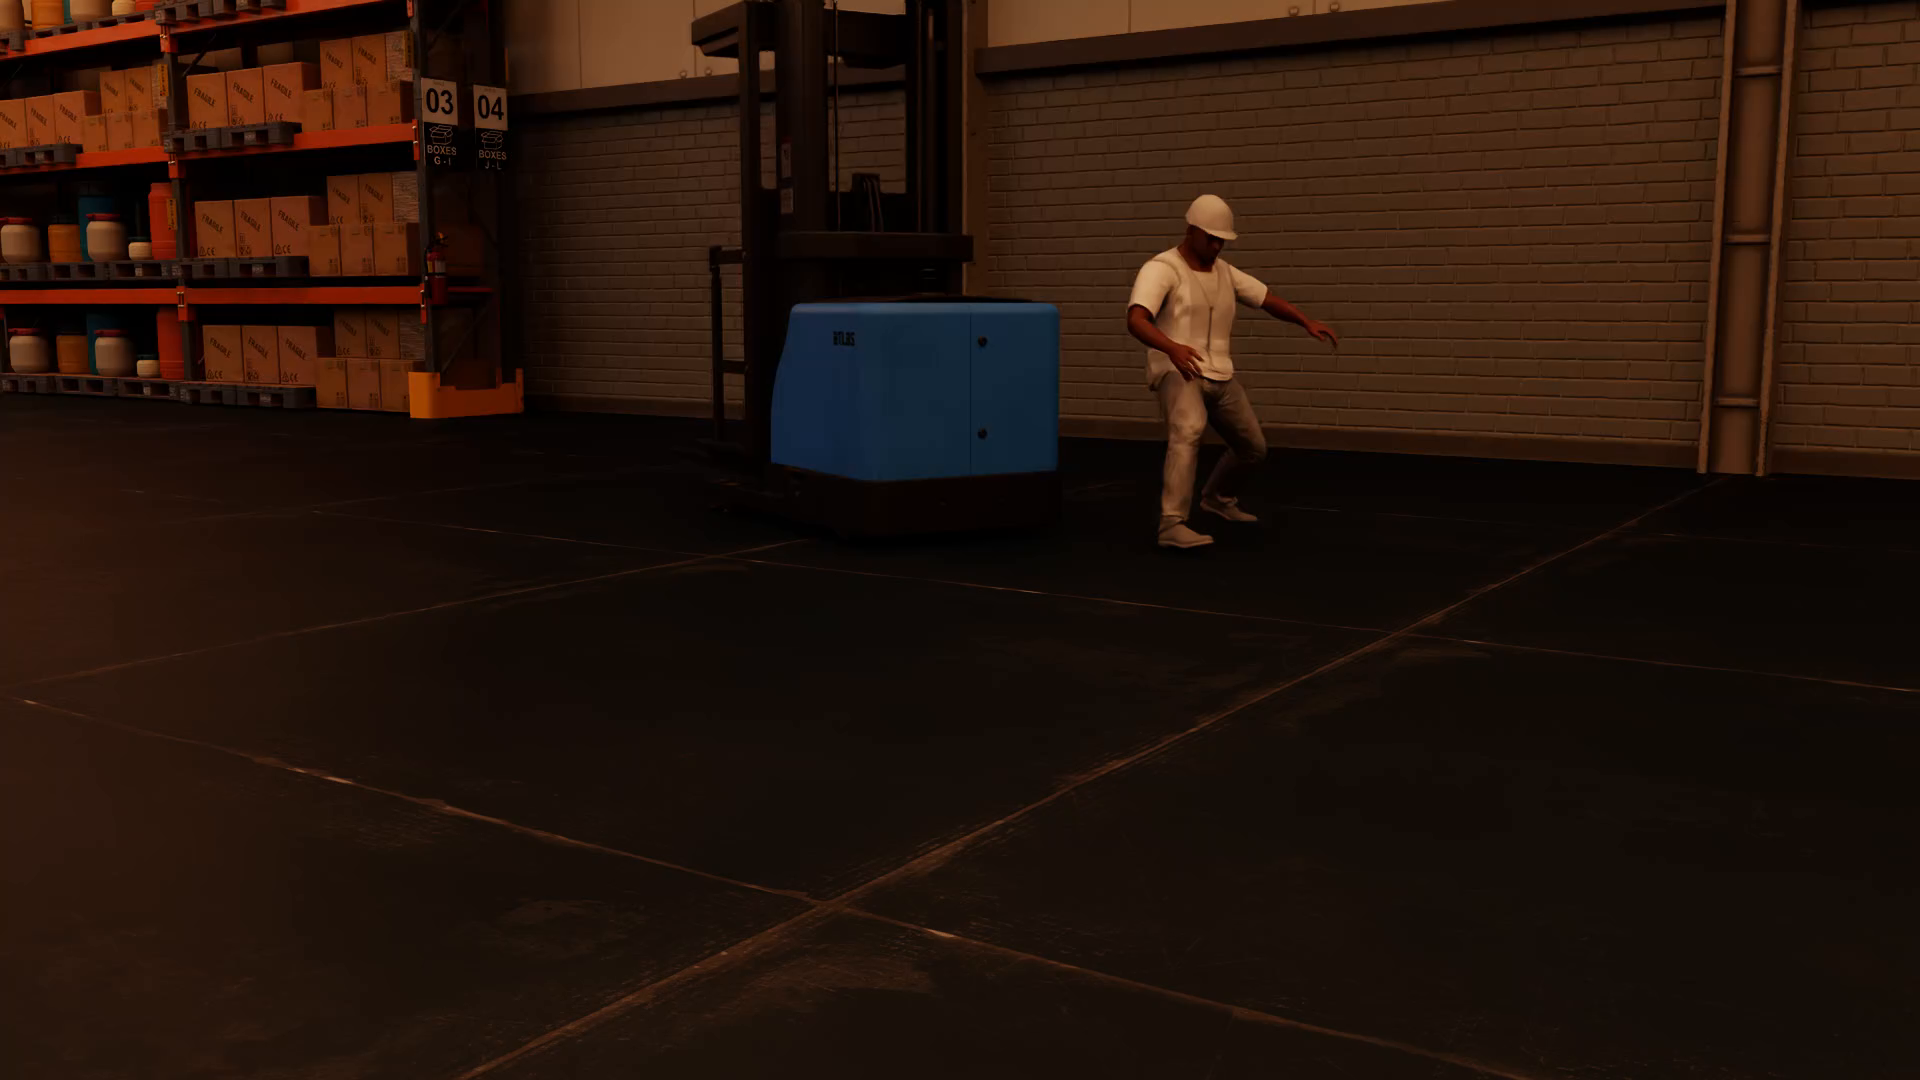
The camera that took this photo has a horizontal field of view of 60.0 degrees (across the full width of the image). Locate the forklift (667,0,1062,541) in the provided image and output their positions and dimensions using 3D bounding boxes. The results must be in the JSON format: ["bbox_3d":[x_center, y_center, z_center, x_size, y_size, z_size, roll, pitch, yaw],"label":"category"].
[{"bbox_3d":[-0.694,-1.612,8.529,1.130,2.935,3.031,-5,9,-29],"label":"forklift"}]

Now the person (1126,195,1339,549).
[{"bbox_3d":[1.194,-0.781,7.650,1.111,1.589,1.007,-5,10,-33],"label":"person"}]
